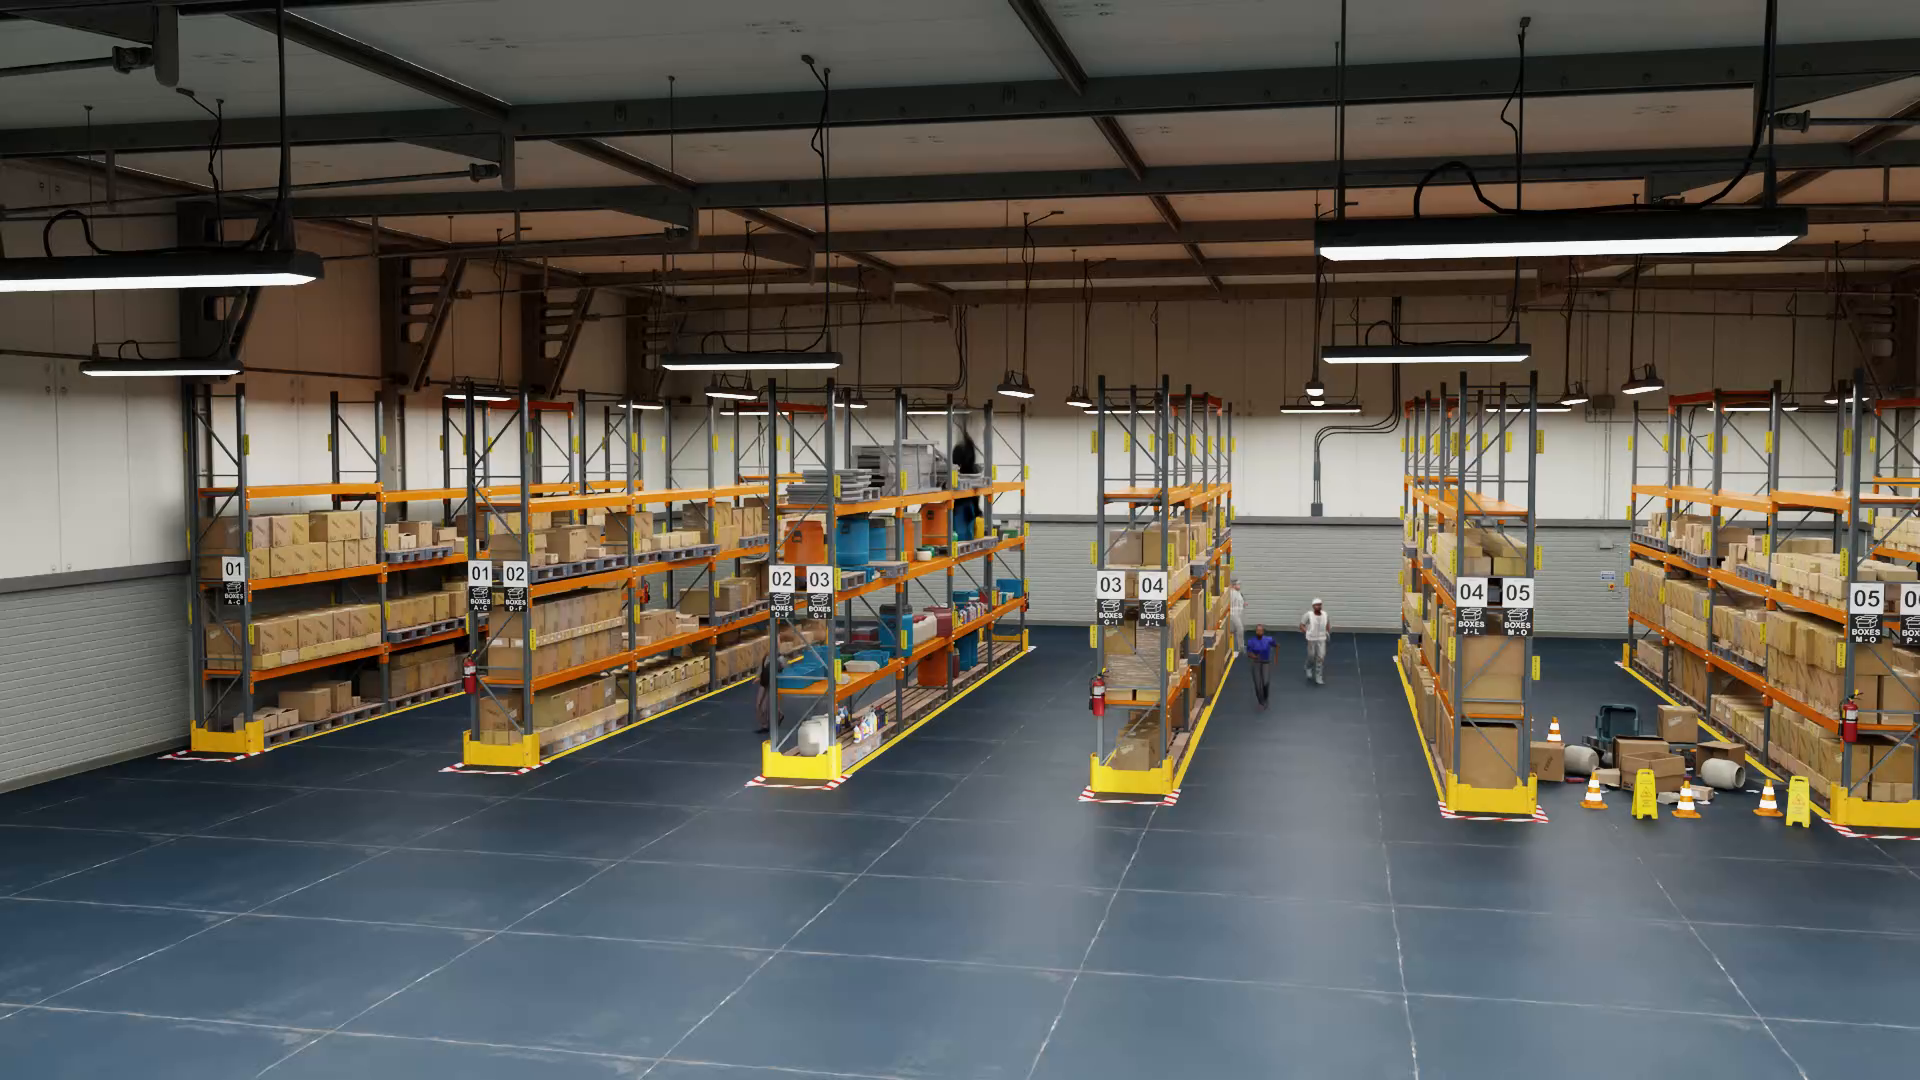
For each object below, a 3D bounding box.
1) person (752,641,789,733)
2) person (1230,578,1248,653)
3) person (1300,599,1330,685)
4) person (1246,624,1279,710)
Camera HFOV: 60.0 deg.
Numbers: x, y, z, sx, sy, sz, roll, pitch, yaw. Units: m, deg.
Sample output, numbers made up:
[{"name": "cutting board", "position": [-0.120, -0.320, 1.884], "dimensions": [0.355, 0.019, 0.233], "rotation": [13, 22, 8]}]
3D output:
[{"name": "person", "position": [-3.229, 2.528, 28.708], "dimensions": [0.701, 1.656, 0.541], "rotation": [3, 4, 40]}, {"name": "person", "position": [6.626, 1.827, 40.303], "dimensions": [0.923, 1.813, 0.671], "rotation": [2, 4, 28]}, {"name": "person", "position": [7.492, 2.117, 35.036], "dimensions": [0.683, 1.775, 0.880], "rotation": [0, 3, -3]}, {"name": "person", "position": [5.670, 2.396, 31.202], "dimensions": [0.586, 1.624, 0.663], "rotation": [1, 3, 14]}]
